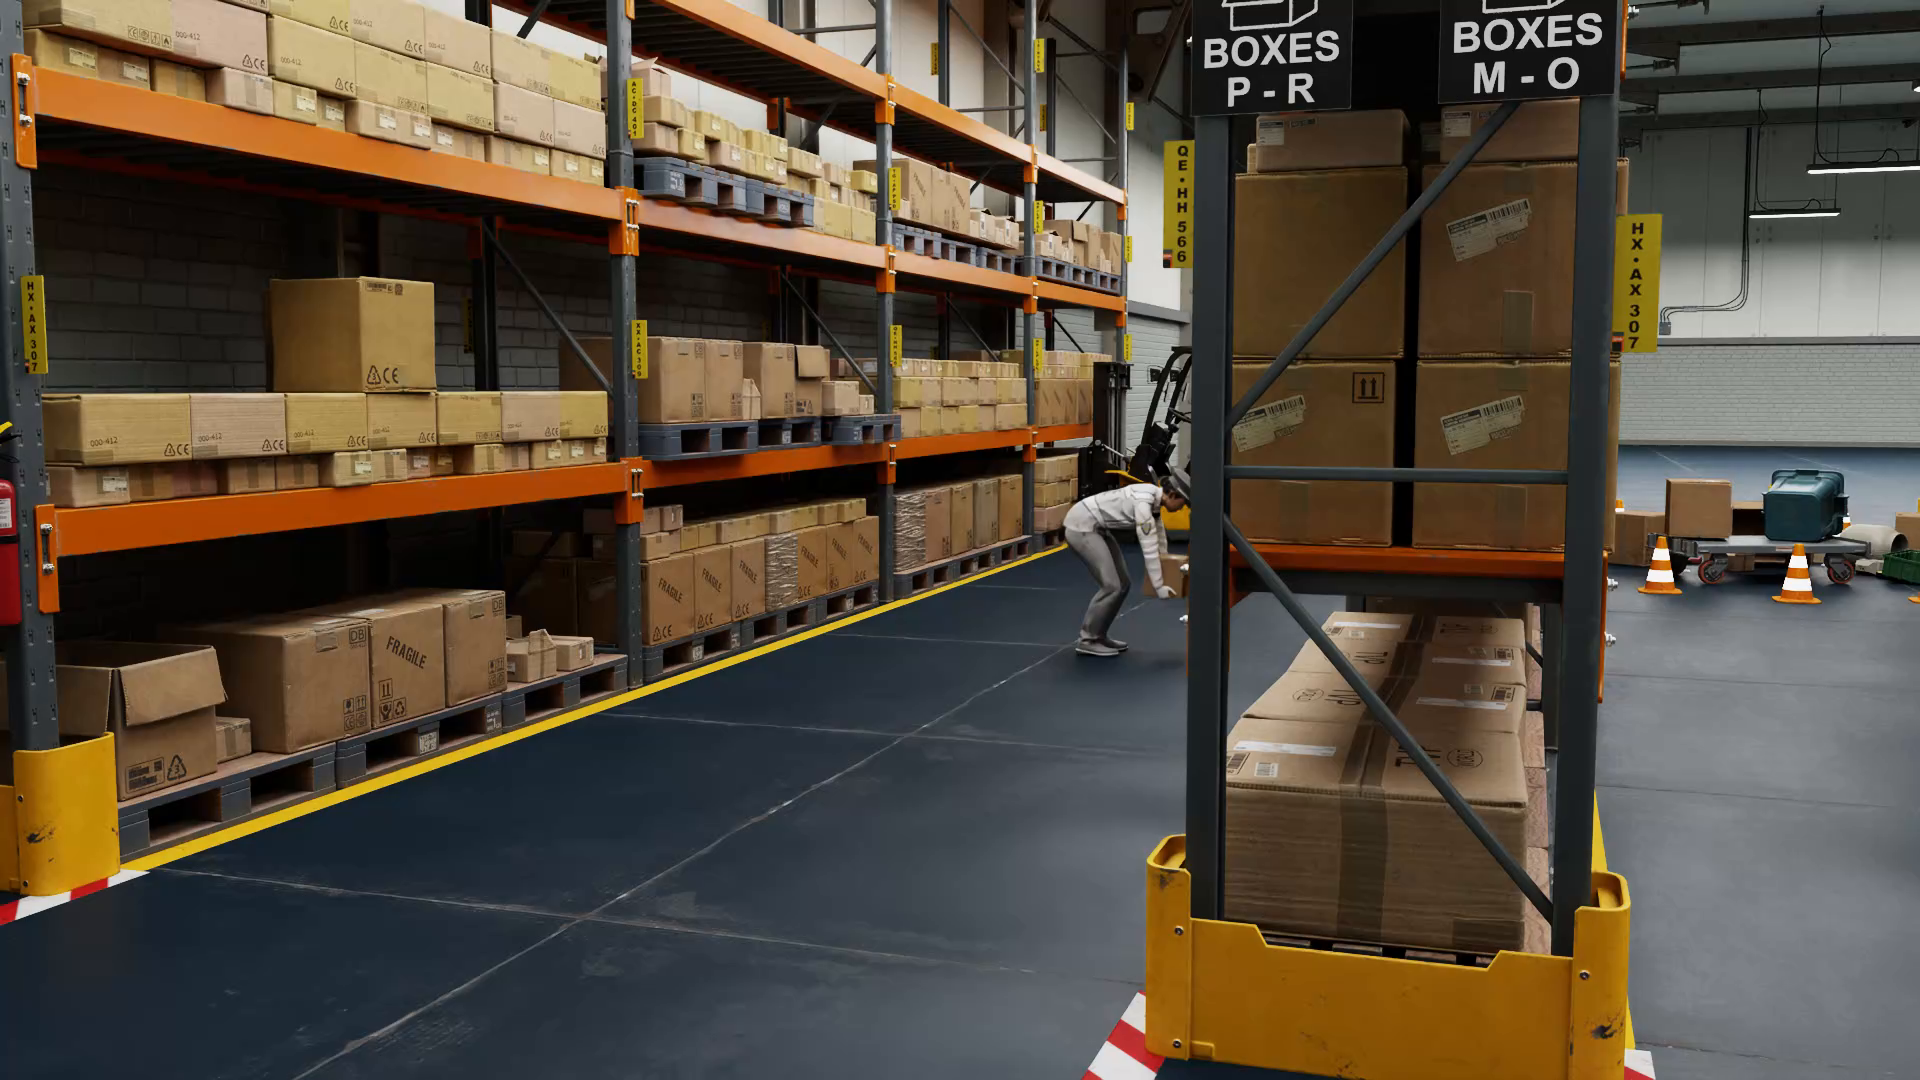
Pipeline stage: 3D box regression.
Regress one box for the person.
[{"bbox_3d":[1.113,0.139,10.703,0.903,1.213,0.428,2,6,17],"label":"person"}]
